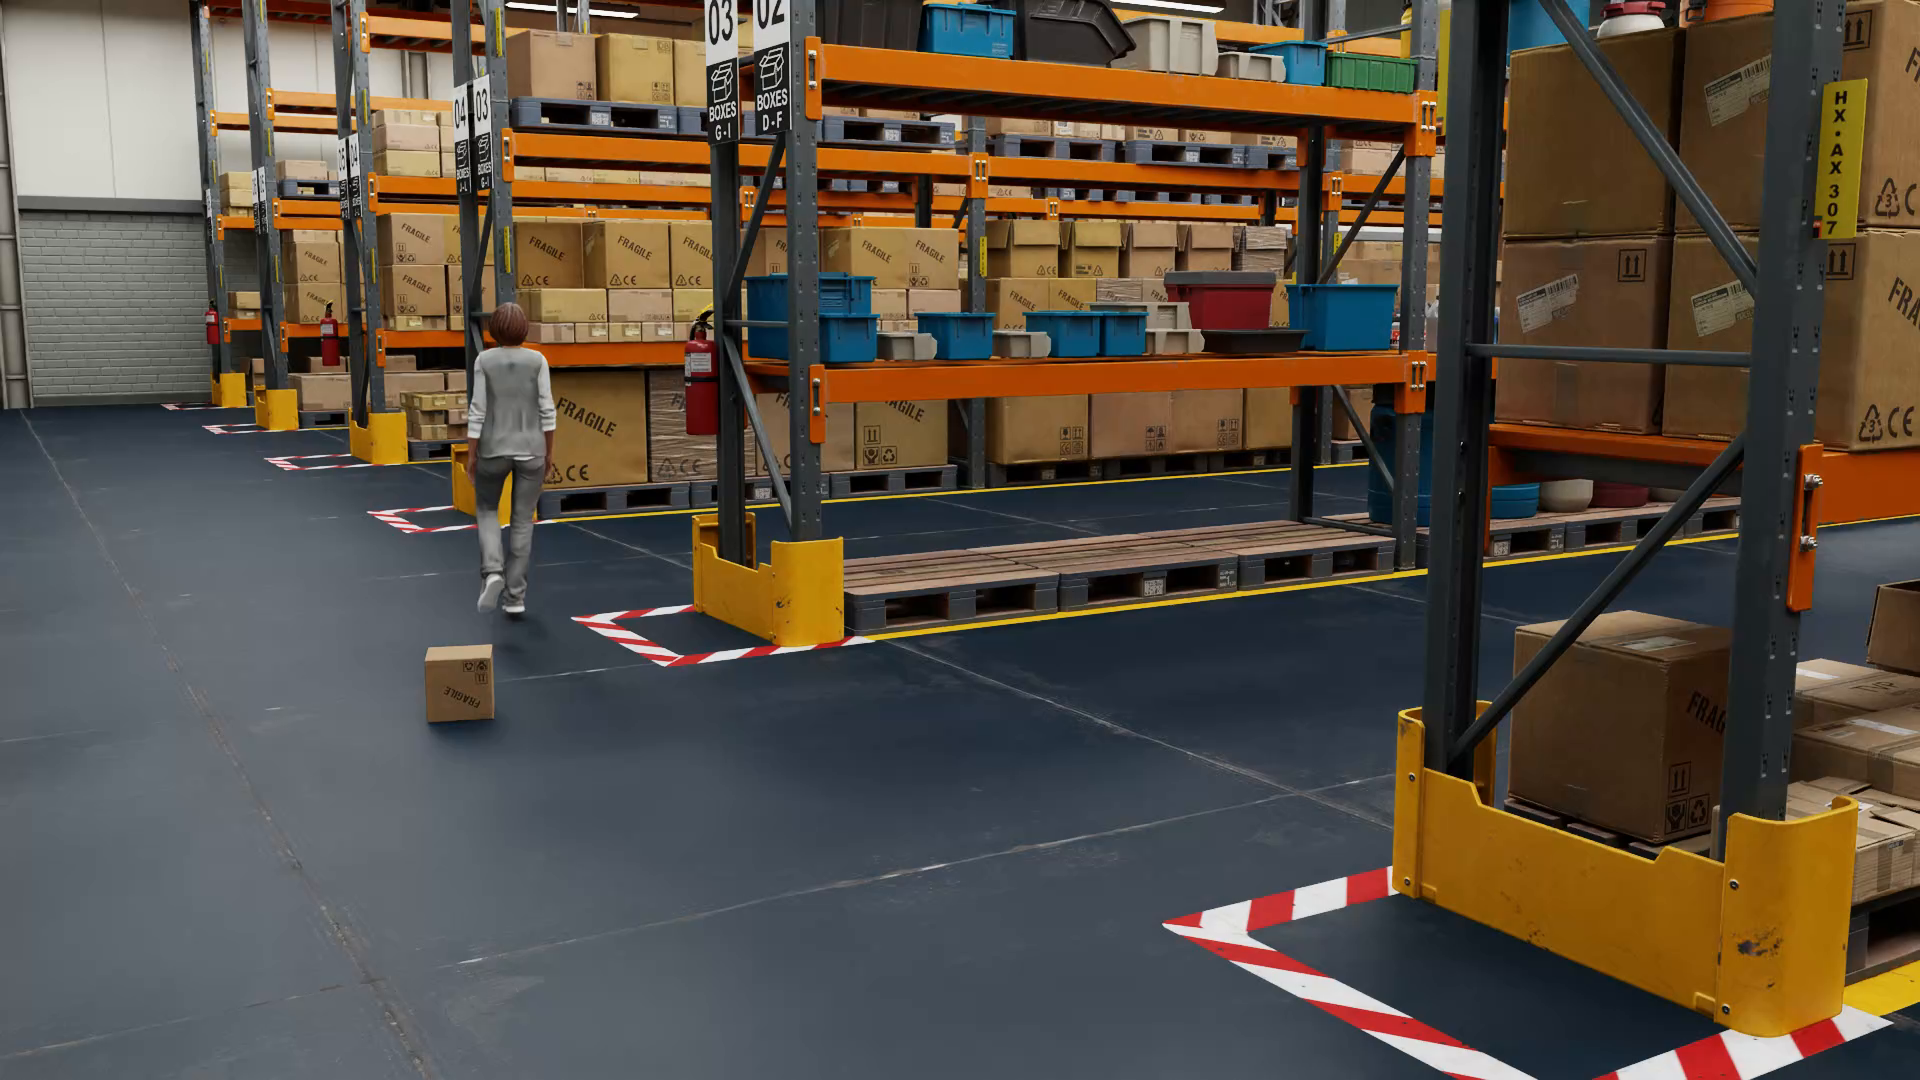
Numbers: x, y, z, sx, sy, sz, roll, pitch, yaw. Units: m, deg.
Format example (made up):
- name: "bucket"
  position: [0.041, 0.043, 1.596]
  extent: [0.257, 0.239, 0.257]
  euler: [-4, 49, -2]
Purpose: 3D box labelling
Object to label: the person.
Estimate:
- name: "person"
  position: [-2.304, -0.411, 8.560]
  extent: [0.454, 1.587, 0.434]
  euler: [-2, 9, -15]
